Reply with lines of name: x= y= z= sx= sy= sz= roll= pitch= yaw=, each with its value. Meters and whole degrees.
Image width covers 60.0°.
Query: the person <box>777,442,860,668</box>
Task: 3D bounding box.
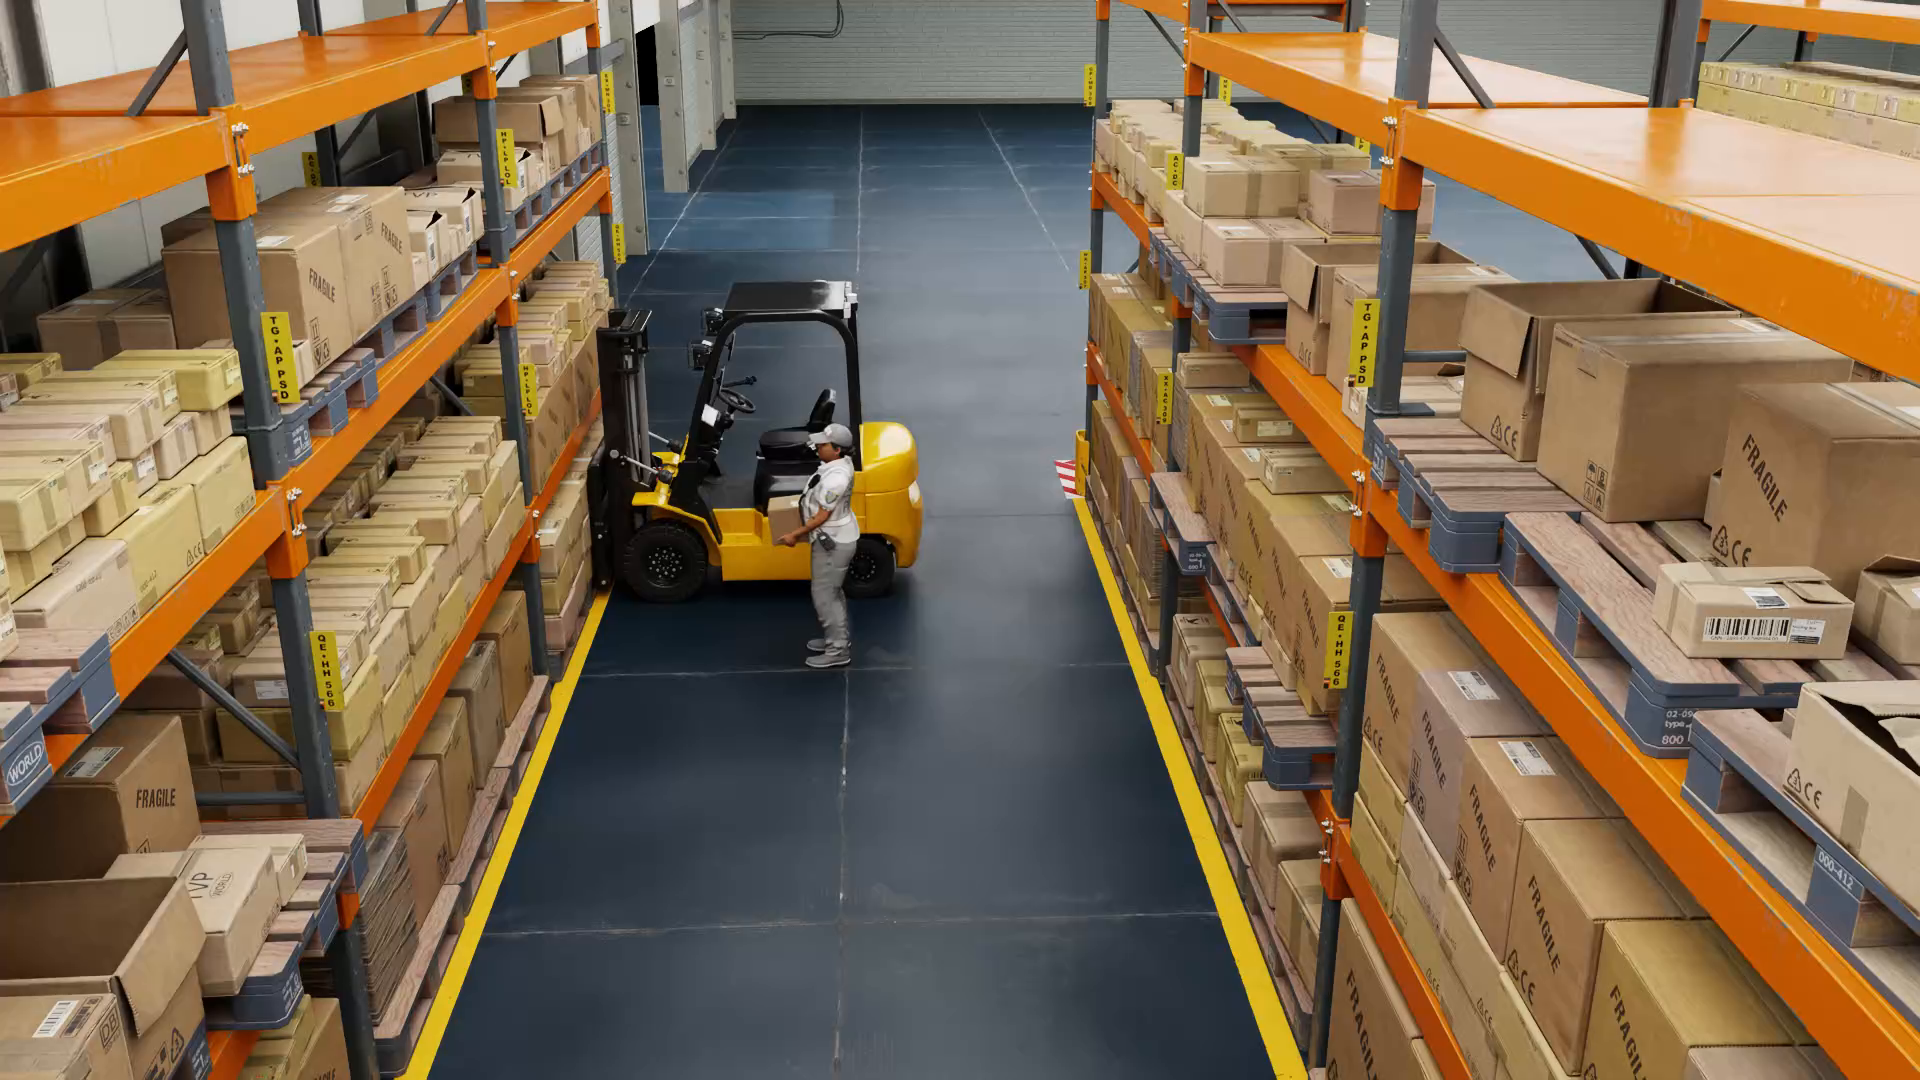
person: x=-0.932 y=0.037 z=11.033 sx=0.541 sy=1.622 sz=0.453 roll=-1 pitch=21 yaw=-3
